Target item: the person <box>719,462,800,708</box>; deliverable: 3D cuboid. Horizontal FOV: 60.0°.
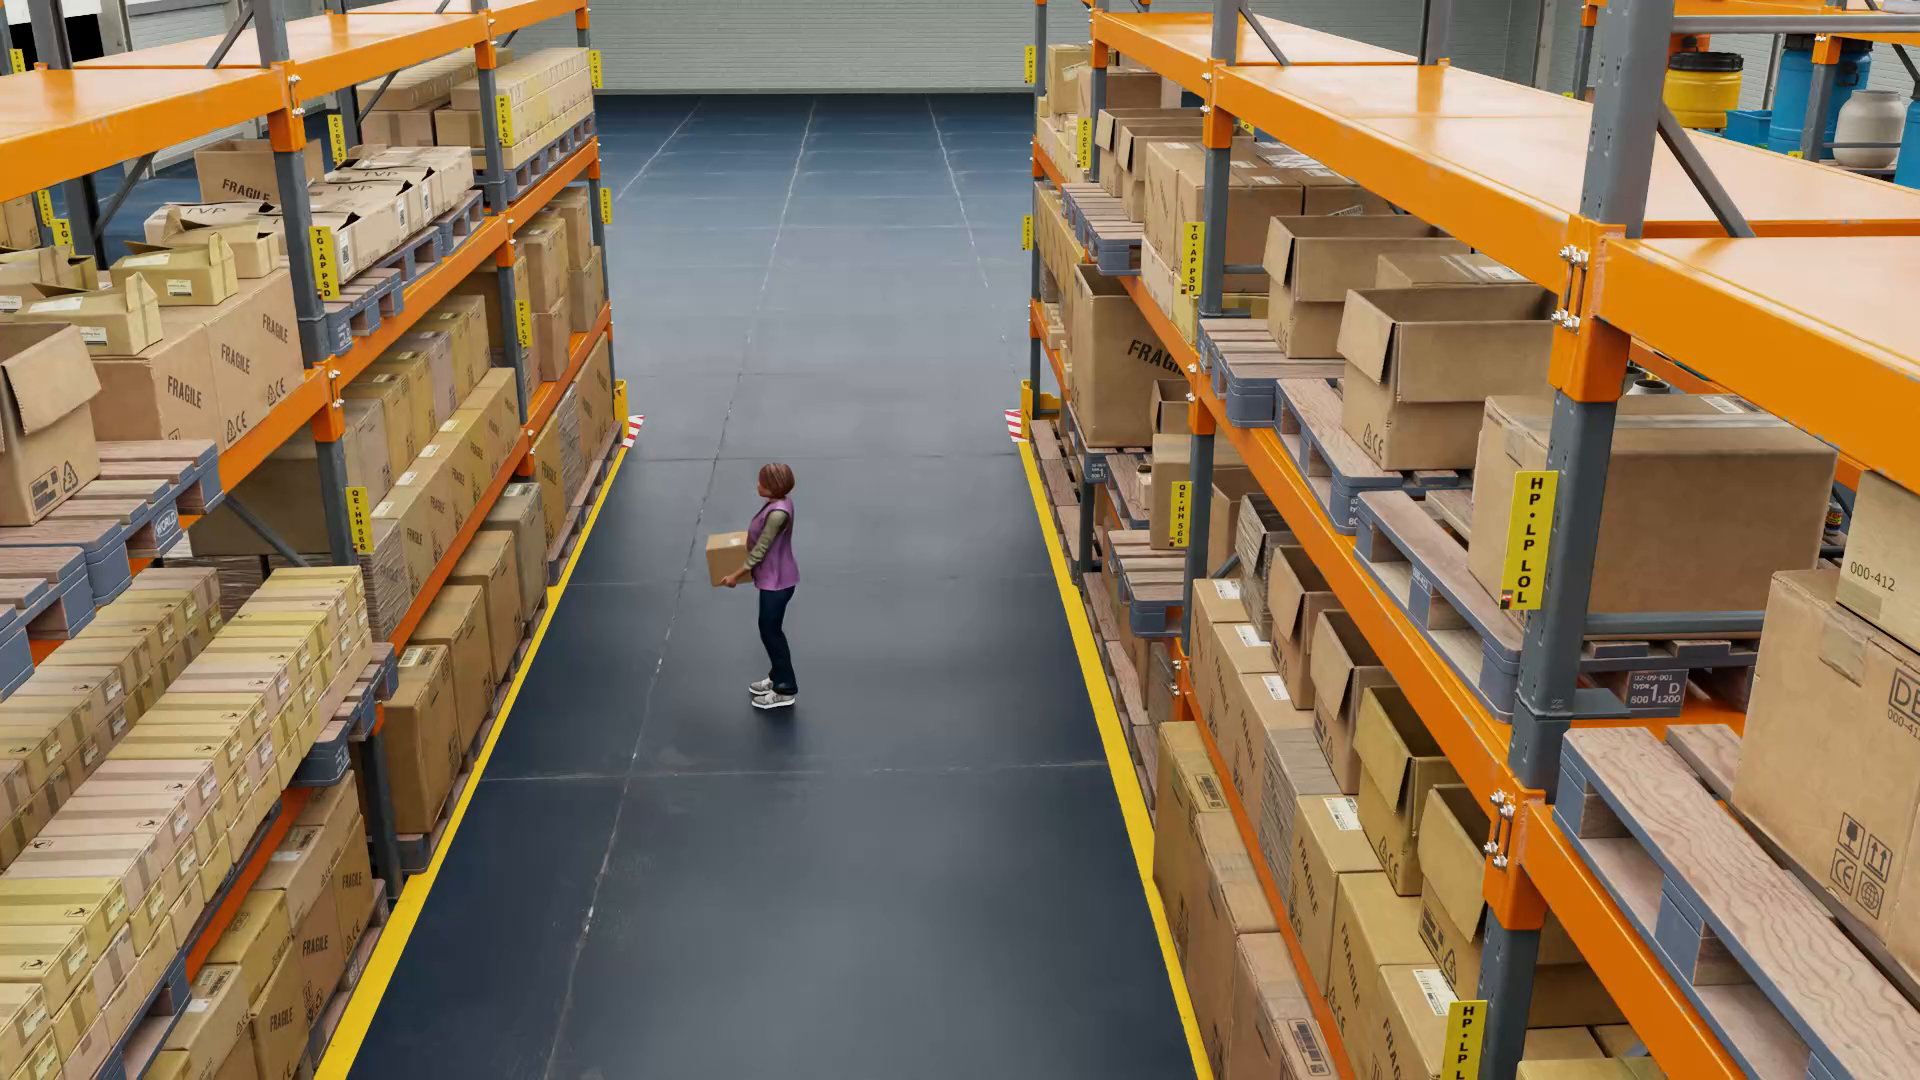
[{"bbox_3d":[-1.242,0.276,10.381,0.490,1.588,0.404,-1,21,-2],"label":"person"}]
